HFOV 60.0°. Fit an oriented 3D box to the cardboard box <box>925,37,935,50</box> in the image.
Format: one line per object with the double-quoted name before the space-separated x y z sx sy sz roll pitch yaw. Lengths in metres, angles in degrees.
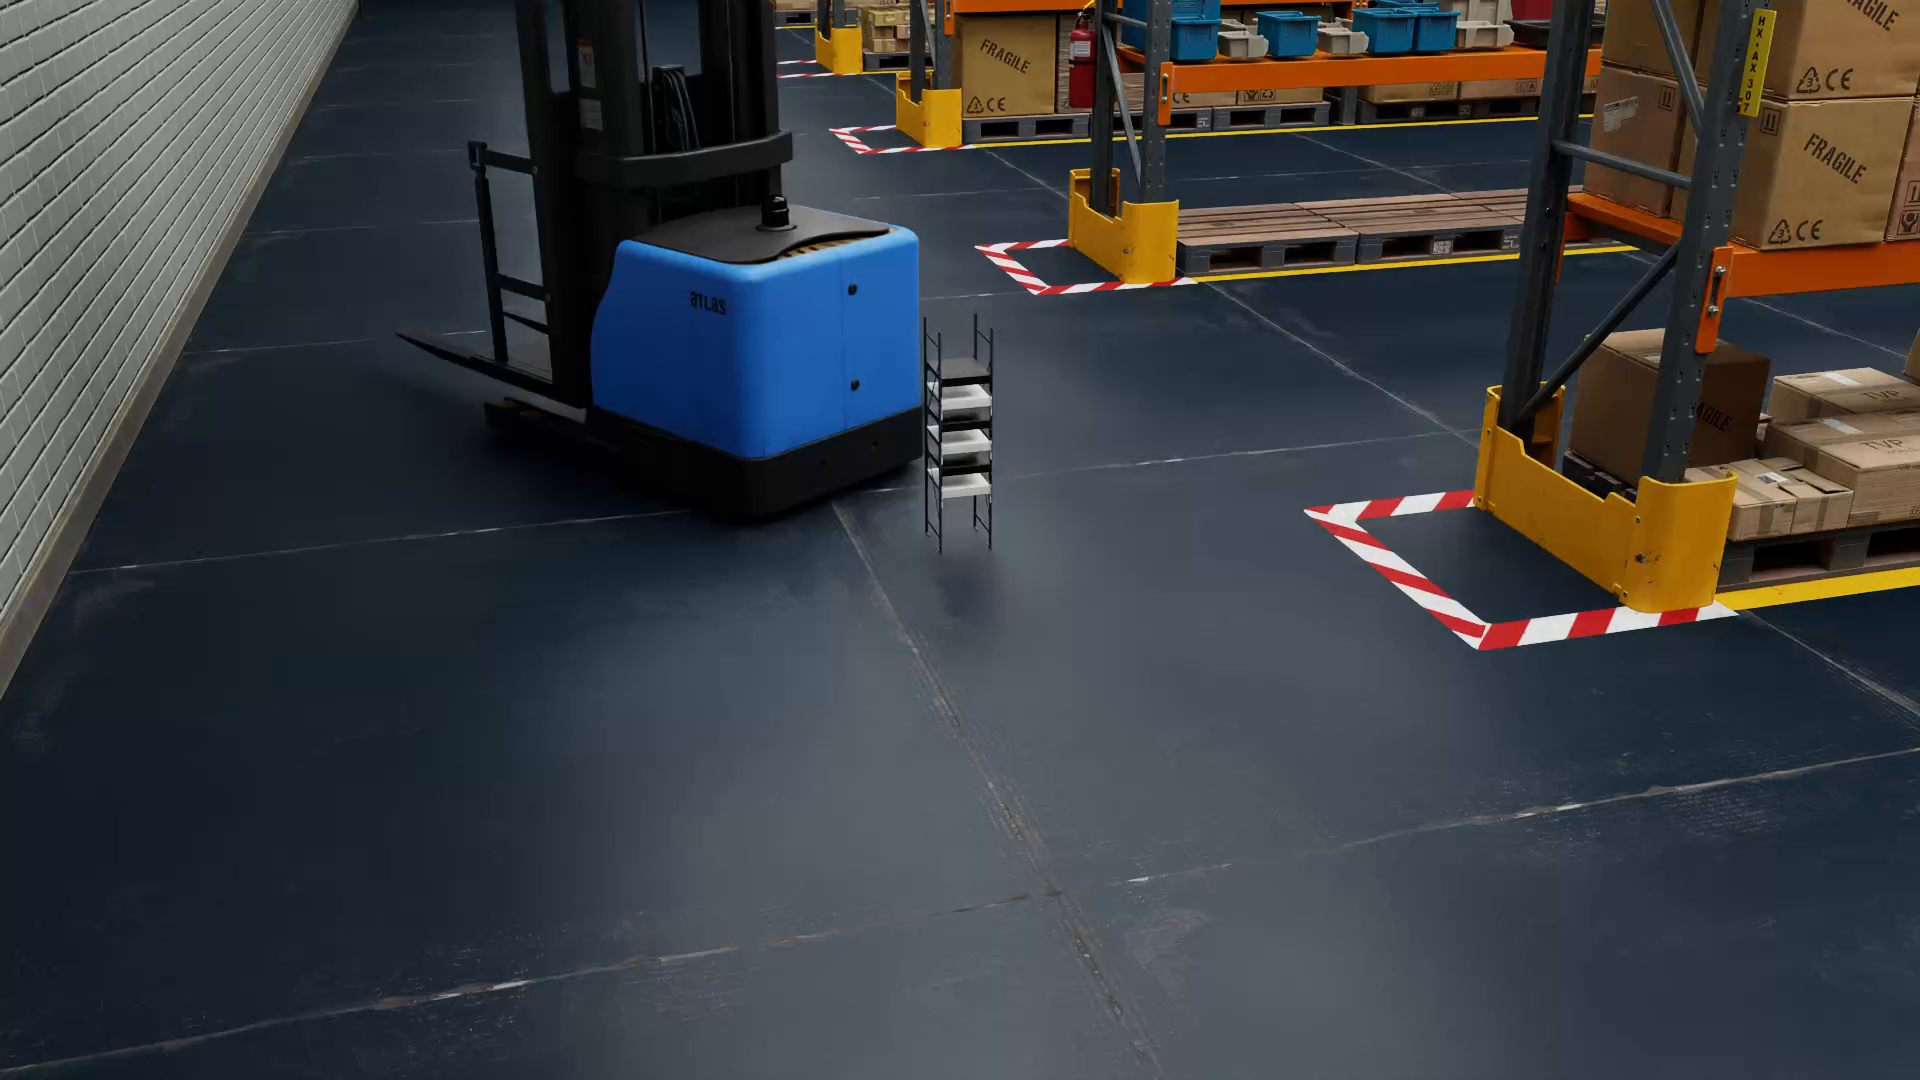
"cardboard box" -0.455 -5.897 19.690 0.250 0.149 0.380 -6 24 -14

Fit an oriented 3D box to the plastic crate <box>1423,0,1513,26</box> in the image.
"plastic crate" 3.399 -3.524 11.151 0.530 0.282 0.437 -6 24 -14

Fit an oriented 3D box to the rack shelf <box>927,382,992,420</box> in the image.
"rack shelf" -0.008 -0.547 6.431 0.200 0.077 0.258 -6 24 -14

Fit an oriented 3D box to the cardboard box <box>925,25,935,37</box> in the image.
"cardboard box" -0.449 -6.037 19.639 0.250 0.149 0.380 -6 24 -14

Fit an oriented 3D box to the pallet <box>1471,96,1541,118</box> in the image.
"pallet" 5.480 -4.485 16.852 1.213 0.211 1.003 -6 24 -14

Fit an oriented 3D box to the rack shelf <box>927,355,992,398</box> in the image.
"rack shelf" -0.008 -0.630 6.395 0.200 0.077 0.258 -6 24 -14

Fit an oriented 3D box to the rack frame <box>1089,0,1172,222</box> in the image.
"rack frame" 1.067 -3.218 10.362 0.127 3.000 1.000 -6 24 -14

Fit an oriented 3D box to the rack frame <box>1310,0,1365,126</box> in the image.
"rack frame" 3.581 -5.524 15.738 0.127 3.000 1.000 -6 24 -14

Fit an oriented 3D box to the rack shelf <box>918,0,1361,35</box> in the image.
"rack shelf" 1.655 -4.980 15.383 4.000 0.370 1.077 -6 24 -14

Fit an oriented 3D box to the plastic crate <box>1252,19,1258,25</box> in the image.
"plastic crate" 2.086 -3.305 10.824 0.243 0.136 0.396 -6 24 -14

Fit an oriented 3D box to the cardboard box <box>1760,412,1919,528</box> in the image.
"cardboard box" 3.483 -0.279 6.442 0.500 0.250 0.500 -6 24 -14

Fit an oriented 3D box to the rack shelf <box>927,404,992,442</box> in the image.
"rack shelf" -0.008 -0.465 6.466 0.200 0.077 0.258 -6 24 -14

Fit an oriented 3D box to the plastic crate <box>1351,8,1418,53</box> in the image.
"plastic crate" 2.662 -3.210 10.480 0.300 0.233 0.416 -6 24 -14

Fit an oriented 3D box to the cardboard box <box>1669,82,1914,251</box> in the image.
"cardboard box" 2.900 -1.330 5.836 0.500 0.500 0.500 -6 24 -13

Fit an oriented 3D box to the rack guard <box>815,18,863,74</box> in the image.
"rack guard" -1.440 -5.851 19.670 0.348 0.500 1.175 -6 24 -14

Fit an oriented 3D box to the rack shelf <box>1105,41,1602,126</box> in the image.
"rack shelf" 2.993 -3.100 11.001 4.000 0.370 1.077 -6 24 -14

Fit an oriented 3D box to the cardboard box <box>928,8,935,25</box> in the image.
"cardboard box" -0.407 -6.128 19.474 0.250 0.149 0.380 -6 24 -15

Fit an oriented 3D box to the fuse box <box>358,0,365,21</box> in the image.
"fuse box" -8.797 -8.472 24.242 0.414 1.711 0.539 -6 24 -14

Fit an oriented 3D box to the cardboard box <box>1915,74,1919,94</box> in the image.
"cardboard box" 3.401 -1.848 5.775 0.500 0.500 0.500 -6 24 -14

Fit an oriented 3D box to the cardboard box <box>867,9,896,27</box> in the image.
"cardboard box" -0.917 -6.075 19.350 0.250 0.149 0.380 -7 24 -17

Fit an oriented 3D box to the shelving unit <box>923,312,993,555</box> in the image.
"shelving unit" -0.008 -0.413 6.488 0.210 0.900 0.258 -6 24 -14

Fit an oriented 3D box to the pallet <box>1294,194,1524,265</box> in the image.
"pallet" 3.044 -2.138 11.382 1.213 0.211 1.003 -6 24 -14

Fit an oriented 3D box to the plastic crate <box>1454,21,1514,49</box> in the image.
"plastic crate" 3.323 -3.250 10.697 0.466 0.136 0.293 -6 24 -14

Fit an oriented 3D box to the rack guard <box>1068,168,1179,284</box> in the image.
"rack guard" 1.048 -2.061 10.838 0.348 0.500 1.175 -6 24 -14

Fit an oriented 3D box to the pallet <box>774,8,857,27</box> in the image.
"pallet" -2.199 -7.694 24.331 1.213 0.211 1.003 -6 24 -14

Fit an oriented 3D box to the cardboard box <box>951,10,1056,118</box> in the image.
"cardboard box" 0.324 -4.413 15.311 0.875 0.875 0.875 -6 24 -14

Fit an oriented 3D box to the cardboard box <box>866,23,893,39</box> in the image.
"cardboard box" -0.939 -5.970 19.482 0.250 0.149 0.380 -5 24 -12

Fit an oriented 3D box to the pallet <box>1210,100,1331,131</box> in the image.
"pallet" 2.827 -4.191 16.168 1.213 0.211 1.003 -6 24 -14

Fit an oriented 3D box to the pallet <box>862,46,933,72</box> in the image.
"pallet" -0.648 -5.792 19.898 1.213 0.211 1.003 -6 24 -14

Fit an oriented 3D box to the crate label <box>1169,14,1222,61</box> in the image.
"crate label" 1.394 -3.069 10.154 0.303 0.233 0.416 -6 24 -14

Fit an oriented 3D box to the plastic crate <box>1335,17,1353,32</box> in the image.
"plastic crate" 2.628 -3.382 11.005 0.250 0.136 0.298 -6 24 -14

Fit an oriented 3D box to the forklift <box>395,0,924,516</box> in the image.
"forklift" -1.587 -1.917 7.419 3.031 2.935 1.130 20 30 38

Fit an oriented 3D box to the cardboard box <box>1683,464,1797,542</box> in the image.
"cardboard box" 2.898 -0.143 6.254 0.250 0.149 0.380 -6 24 -14

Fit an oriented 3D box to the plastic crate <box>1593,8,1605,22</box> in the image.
"plastic crate" 4.432 -3.555 11.406 0.243 0.136 0.396 -6 24 -14

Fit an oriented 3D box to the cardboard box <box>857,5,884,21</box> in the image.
"cardboard box" -1.072 -6.301 19.876 0.250 0.149 0.380 -6 24 -14

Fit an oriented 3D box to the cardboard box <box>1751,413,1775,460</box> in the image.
"cardboard box" 3.273 -0.397 6.824 0.250 0.166 0.380 -6 24 -14

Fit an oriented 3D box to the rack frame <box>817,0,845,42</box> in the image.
"rack frame" -1.513 -6.992 19.159 0.127 3.000 1.000 -6 24 -14

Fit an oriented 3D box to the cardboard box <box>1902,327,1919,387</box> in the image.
"cardboard box" 4.445 -0.616 6.906 0.637 0.503 0.797 -6 24 -14

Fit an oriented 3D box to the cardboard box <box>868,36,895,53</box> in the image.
"cardboard box" -0.922 -5.809 19.485 0.250 0.149 0.380 -6 24 -13

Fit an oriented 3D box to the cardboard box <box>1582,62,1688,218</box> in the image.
"cardboard box" 2.759 -1.534 6.311 0.500 0.500 0.500 -6 24 -13

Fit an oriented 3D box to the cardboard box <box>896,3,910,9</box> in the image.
"cardboard box" -0.599 -6.381 20.065 0.250 0.149 0.380 -7 24 -16

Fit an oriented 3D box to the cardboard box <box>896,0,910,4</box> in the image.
"cardboard box" -0.592 -8.180 24.645 0.875 0.438 0.875 -7 24 -16

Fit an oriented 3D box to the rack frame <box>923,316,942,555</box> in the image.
"rack frame" -0.106 -0.402 6.463 0.006 0.900 0.240 -6 24 -14

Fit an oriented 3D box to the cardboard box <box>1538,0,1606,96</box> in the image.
"cardboard box" 5.902 -5.009 16.700 0.875 0.875 1.225 -6 24 -14

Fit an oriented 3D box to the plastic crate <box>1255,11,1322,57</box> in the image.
"plastic crate" 2.028 -3.140 10.317 0.300 0.233 0.416 -6 24 -14

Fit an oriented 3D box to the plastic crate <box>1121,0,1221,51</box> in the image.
"plastic crate" 1.339 -3.368 10.592 0.499 0.435 0.616 -6 24 -14

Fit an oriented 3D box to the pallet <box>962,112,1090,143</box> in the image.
"pallet" 0.478 -3.931 15.562 1.213 0.211 1.003 -6 24 -14

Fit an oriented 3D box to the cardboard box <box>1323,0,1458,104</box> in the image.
"cardboard box" 4.191 -4.816 16.251 0.875 0.875 1.225 -6 24 -14

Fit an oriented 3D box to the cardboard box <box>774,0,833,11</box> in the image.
"cardboard box" -2.339 -7.984 24.188 0.875 0.438 0.875 -7 24 -16

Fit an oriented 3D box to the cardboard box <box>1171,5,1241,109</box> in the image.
"cardboard box" 2.057 -4.605 15.758 0.875 0.875 0.875 -6 24 -14
